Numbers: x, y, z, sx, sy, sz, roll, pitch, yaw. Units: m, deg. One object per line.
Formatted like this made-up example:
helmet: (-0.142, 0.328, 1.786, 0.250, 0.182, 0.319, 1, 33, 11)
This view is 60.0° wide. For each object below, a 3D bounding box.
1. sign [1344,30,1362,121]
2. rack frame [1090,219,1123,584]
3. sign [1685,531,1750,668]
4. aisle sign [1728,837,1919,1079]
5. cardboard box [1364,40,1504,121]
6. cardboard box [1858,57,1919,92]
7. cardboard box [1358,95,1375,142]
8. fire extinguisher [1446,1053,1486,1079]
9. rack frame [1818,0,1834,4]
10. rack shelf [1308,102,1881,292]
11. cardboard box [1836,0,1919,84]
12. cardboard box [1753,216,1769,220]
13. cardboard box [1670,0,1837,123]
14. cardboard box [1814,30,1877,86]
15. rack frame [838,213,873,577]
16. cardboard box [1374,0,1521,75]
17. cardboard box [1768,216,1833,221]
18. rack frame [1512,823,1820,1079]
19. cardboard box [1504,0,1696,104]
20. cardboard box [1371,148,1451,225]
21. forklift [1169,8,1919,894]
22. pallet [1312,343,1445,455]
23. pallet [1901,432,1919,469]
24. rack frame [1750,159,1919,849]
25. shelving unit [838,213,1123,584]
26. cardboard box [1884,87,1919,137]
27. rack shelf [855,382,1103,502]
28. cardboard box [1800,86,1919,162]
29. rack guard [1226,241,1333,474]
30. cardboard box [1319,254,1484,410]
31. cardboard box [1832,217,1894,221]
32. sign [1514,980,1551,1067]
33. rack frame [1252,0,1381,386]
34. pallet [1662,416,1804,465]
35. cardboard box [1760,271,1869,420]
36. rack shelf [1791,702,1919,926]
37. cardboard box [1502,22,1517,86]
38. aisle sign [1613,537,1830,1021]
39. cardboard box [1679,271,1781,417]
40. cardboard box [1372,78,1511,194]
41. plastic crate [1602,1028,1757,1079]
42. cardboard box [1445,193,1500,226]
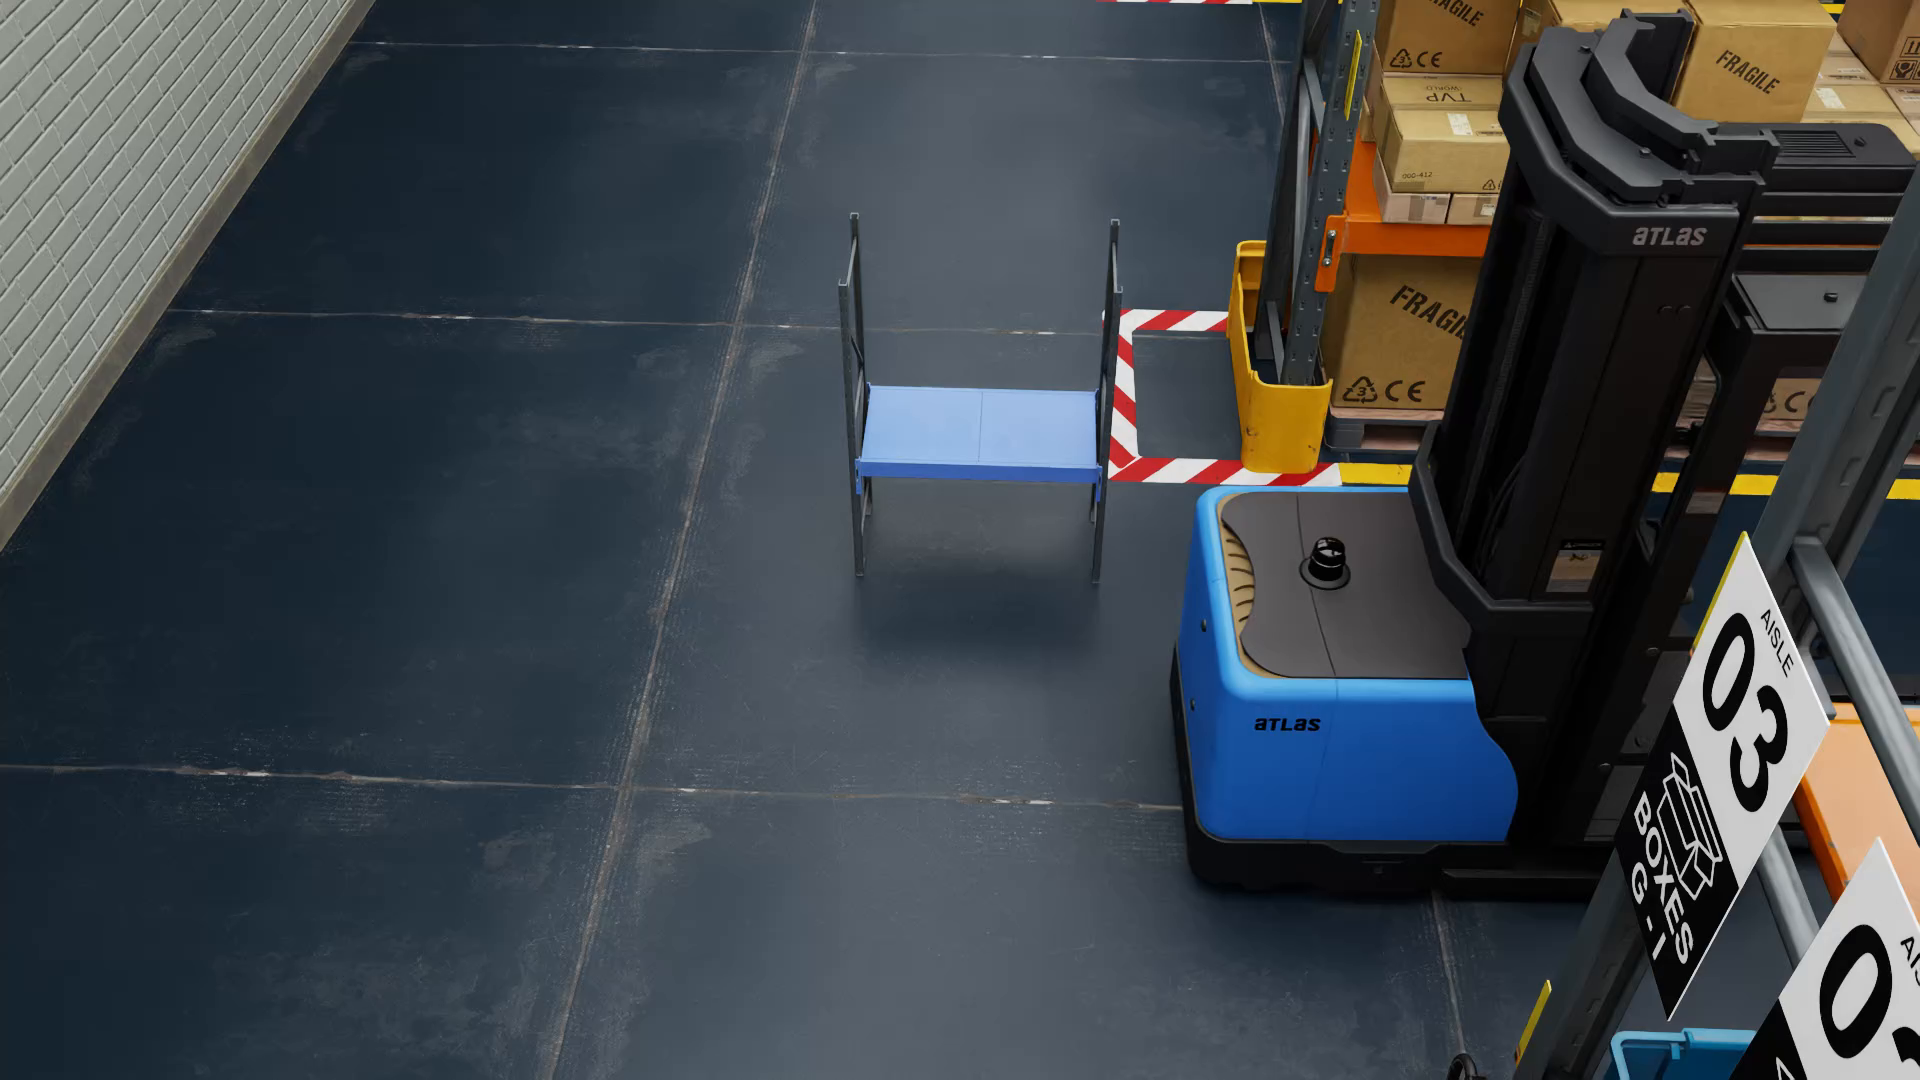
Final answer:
sign: (1.497, -1.770, 6.342, 0.005, 0.325, 0.100, 2, 43, 2)
rack frame: (0.593, -0.531, 6.805, 0.032, 1.500, 0.500, 2, 43, 2)
sign: (1.313, 0.136, 2.865, 0.005, 0.325, 0.100, 2, 43, 2)
aisle sign: (1.220, 0.819, 2.348, 0.004, 0.787, 0.394, 2, 43, 2)
cardboard box: (2.024, -2.022, 7.197, 0.500, 0.250, 0.500, 1, 43, 1)
cardboard box: (4.052, -1.957, 7.127, 0.500, 0.250, 0.500, 3, 43, 3)
cardboard box: (1.899, -1.923, 7.384, 0.250, 0.149, 0.380, 3, 43, 3)
fire extinguisher: (1.175, 1.421, 3.939, 0.183, 0.674, 0.296, 2, 43, 2)
rack frame: (5.848, -5.054, 10.560, 0.127, 3.000, 1.000, 2, 43, 2)
rack shelf: (3.526, -1.477, 7.248, 4.000, 0.370, 1.077, 2, 43, 2)
cardboard box: (4.045, -2.230, 6.870, 0.500, 0.500, 0.500, 1, 43, 1)
cardboard box: (3.152, -1.437, 6.861, 0.250, 0.149, 0.380, 1, 43, 1)
cardboard box: (3.013, -1.905, 6.521, 0.500, 0.500, 0.500, 1, 43, 1)
cardboard box: (3.560, -1.977, 7.149, 0.500, 0.250, 0.500, 2, 43, 2)
rack frame: (-0.423, -0.562, 6.838, 0.032, 1.500, 0.500, 2, 43, 2)
cardboard box: (2.026, -2.294, 6.939, 0.500, 0.500, 0.500, 2, 43, 2)
cardboard box: (3.404, -1.428, 6.852, 0.250, 0.149, 0.380, 1, 43, 1)
rack frame: (1.305, 1.571, 3.449, 0.127, 3.000, 1.000, 2, 43, 2)
cardboard box: (2.495, -1.916, 6.534, 0.500, 0.500, 0.500, 1, 43, 1)
cardboard box: (1.868, -1.475, 6.902, 0.250, 0.149, 0.380, 2, 43, 2)
forklift: (2.344, -0.146, 5.342, 3.031, 2.935, 1.130, 0, 43, 0)
pallet: (2.330, -0.810, 8.051, 1.213, 0.211, 1.003, 2, 43, 2)
pallet: (4.768, -0.736, 7.970, 1.213, 0.211, 1.003, 2, 43, 2)
rack frame: (1.305, -0.624, 1.404, 0.127, 3.000, 1.000, 2, 43, 2)
shelving unit: (0.085, -0.546, 6.821, 1.048, 1.500, 0.538, 2, 43, 2)
cardboard box: (4.044, -1.598, 6.742, 0.500, 0.250, 0.500, 3, 43, 3)
rack shelf: (0.085, -0.415, 6.944, 1.000, 0.185, 0.538, 2, 43, 2)
cardboard box: (3.538, -1.616, 6.761, 0.500, 0.250, 0.500, 1, 43, 1)
rack guard: (1.504, -0.888, 7.922, 0.348, 0.500, 1.175, 2, 43, 2)
cardboard box: (2.171, -1.213, 7.688, 0.875, 0.875, 0.875, 2, 43, 2)
cardboard box: (3.666, -1.421, 6.845, 0.250, 0.149, 0.380, 2, 43, 3)
sign: (1.313, 1.136, 3.796, 0.005, 0.325, 0.100, 2, 43, 2)
rack frame: (1.528, -1.802, 7.069, 0.127, 3.000, 1.000, 2, 43, 2)
pallet: (3.546, -0.771, 8.008, 1.213, 0.211, 1.003, 2, 43, 2)
cardboard box: (3.969, -1.158, 7.628, 0.875, 0.875, 0.875, 2, 43, 2)
rack shelf: (3.303, 0.798, 2.606, 4.000, 0.370, 1.077, 2, 43, 2)
cardboard box: (2.531, -2.006, 7.180, 0.500, 0.250, 0.500, 1, 43, 1)
aisle sign: (1.246, 0.418, 2.779, 0.004, 0.787, 0.394, 2, 43, 2)
cardboard box: (3.080, -1.185, 7.658, 0.875, 0.875, 0.875, 2, 43, 2)
cardboard box: (1.995, -1.657, 6.806, 0.500, 0.250, 0.500, 1, 43, 1)
plastic crate: (1.648, 1.419, 3.542, 0.499, 0.435, 0.616, 2, 43, 2)
cardboard box: (2.124, -1.468, 6.894, 0.250, 0.149, 0.380, 1, 43, 1)
